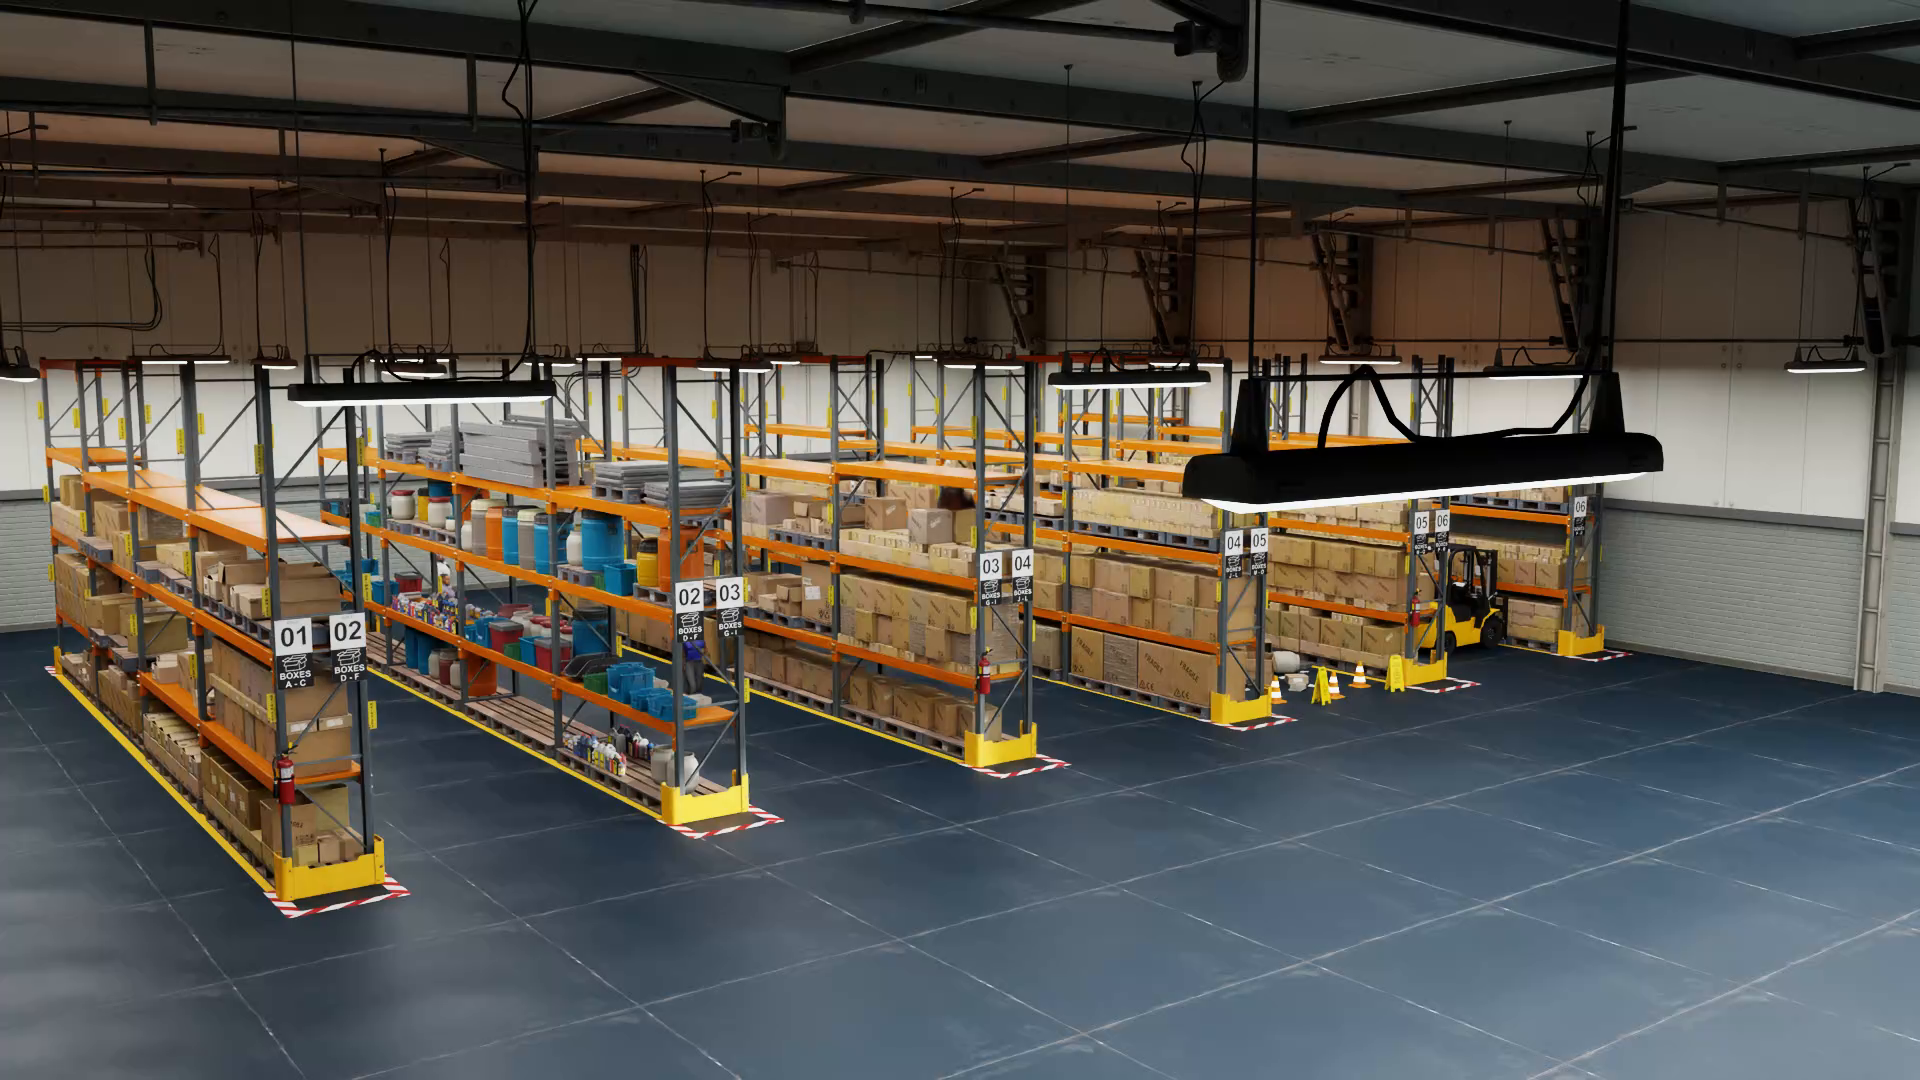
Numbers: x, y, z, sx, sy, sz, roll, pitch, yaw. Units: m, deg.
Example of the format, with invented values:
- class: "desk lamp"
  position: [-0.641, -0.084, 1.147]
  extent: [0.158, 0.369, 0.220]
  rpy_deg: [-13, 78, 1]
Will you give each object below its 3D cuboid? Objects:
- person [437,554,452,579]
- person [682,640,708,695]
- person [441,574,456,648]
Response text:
- class: "person"
  position: [-11.518, 1.040, 37.186]
  extent: [0.904, 1.641, 0.504]
  rpy_deg: [1, 7, 8]
- class: "person"
  position: [-4.546, 2.180, 28.165]
  extent: [0.615, 1.673, 0.722]
  rpy_deg: [-4, 8, -29]
- class: "person"
  position: [-10.326, 1.496, 33.595]
  extent: [0.552, 1.650, 0.514]
  rpy_deg: [-1, 7, -8]
